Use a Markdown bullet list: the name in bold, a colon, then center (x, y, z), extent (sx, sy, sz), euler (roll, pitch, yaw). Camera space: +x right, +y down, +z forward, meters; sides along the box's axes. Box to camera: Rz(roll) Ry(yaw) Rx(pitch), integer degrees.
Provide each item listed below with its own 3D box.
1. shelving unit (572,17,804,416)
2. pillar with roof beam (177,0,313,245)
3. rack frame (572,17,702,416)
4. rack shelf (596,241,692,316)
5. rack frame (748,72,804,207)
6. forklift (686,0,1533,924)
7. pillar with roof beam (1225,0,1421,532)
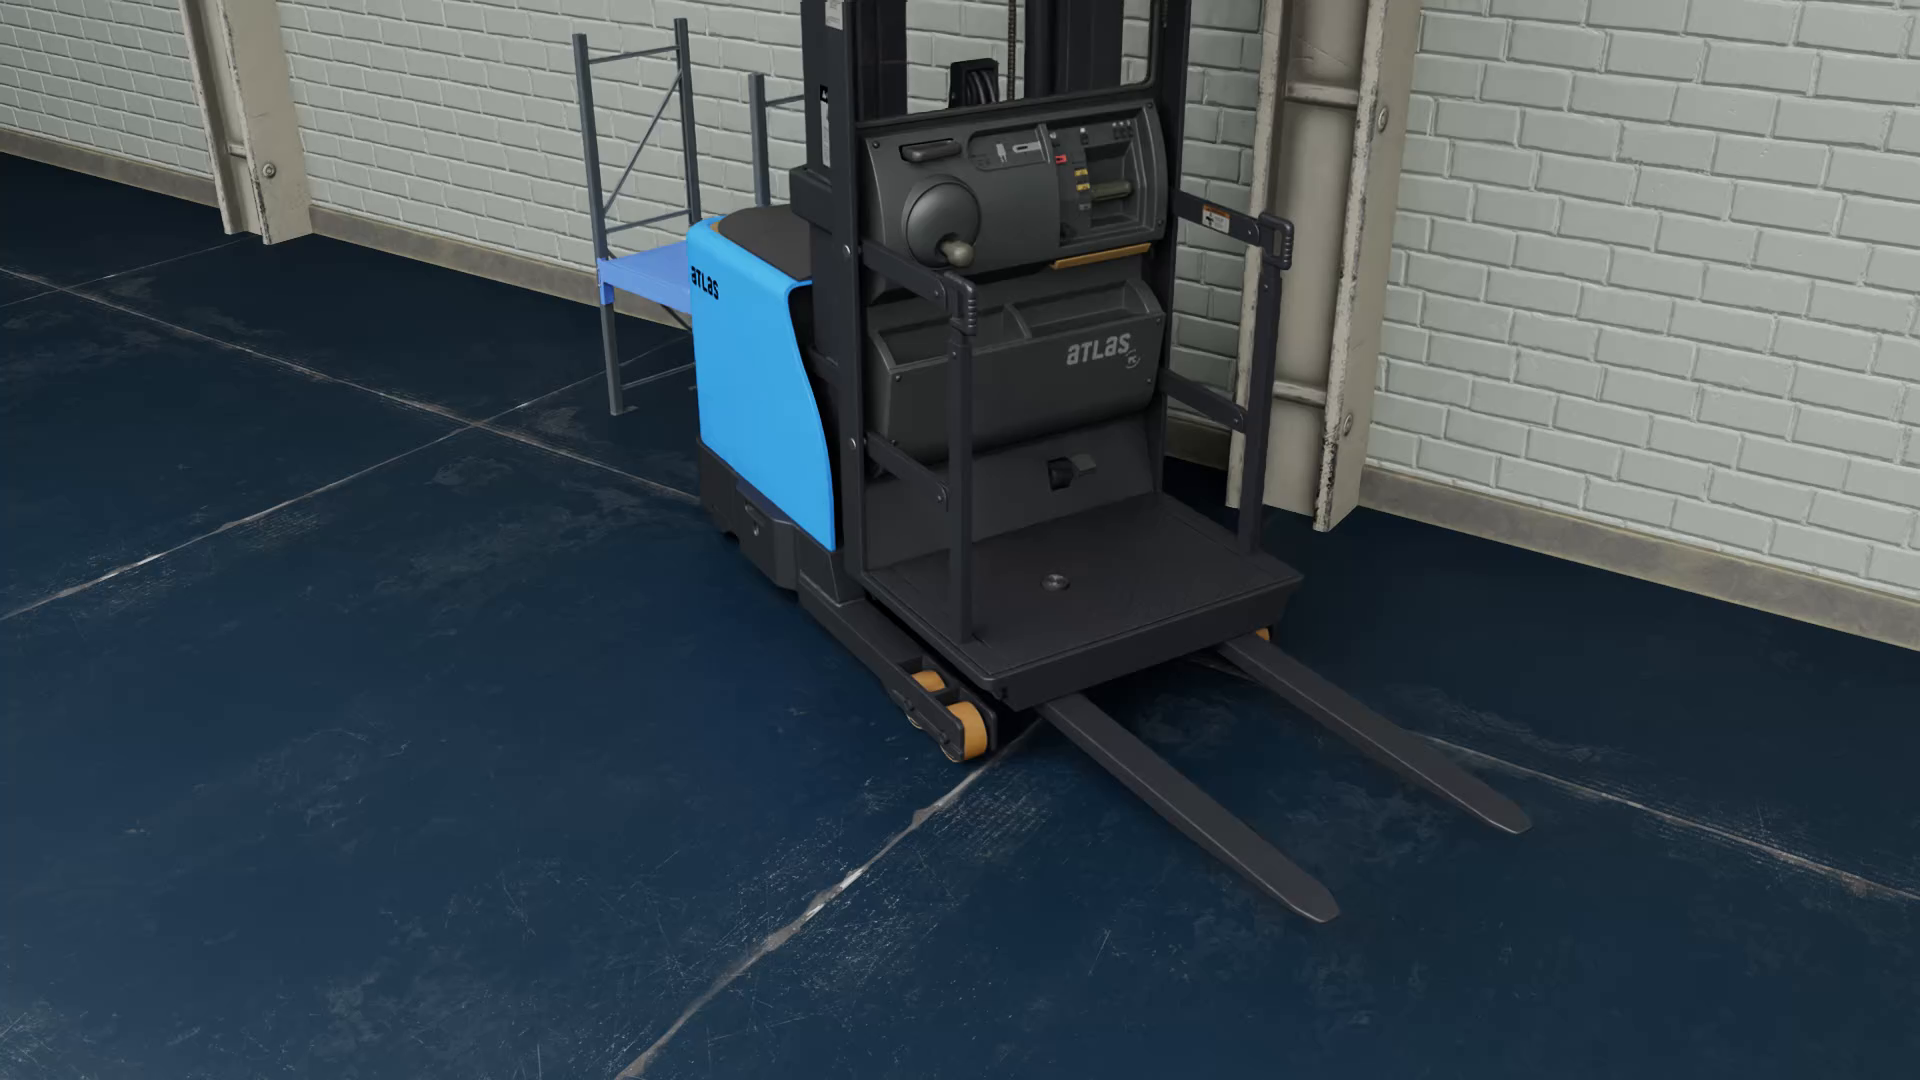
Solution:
- **shelving unit**: center (-0.869, -1.092, 6.242), extent (1.048, 1.500, 0.538), euler (24, 36, 39)
- **pillar with roof beam**: center (-6.180, -4.075, 3.836), extent (0.400, 9.000, 9.100), euler (17, 32, 30)
- **rack frame**: center (-1.231, -1.254, 6.561), extent (0.032, 1.500, 0.500), euler (24, 36, 39)
- **rack shelf**: center (-0.869, -0.932, 6.324), extent (1.000, 0.185, 0.538), euler (24, 36, 39)
- **rack frame**: center (-0.507, -0.930, 5.924), extent (0.032, 1.500, 0.500), euler (24, 36, 39)
- **forklift**: center (0.284, -0.939, 4.363), extent (1.130, 2.935, 3.031), euler (-15, 31, -28)
- **pillar with roof beam**: center (-1.235, -2.534, 0.808), extent (0.400, 9.000, 9.100), euler (17, 32, 30)
